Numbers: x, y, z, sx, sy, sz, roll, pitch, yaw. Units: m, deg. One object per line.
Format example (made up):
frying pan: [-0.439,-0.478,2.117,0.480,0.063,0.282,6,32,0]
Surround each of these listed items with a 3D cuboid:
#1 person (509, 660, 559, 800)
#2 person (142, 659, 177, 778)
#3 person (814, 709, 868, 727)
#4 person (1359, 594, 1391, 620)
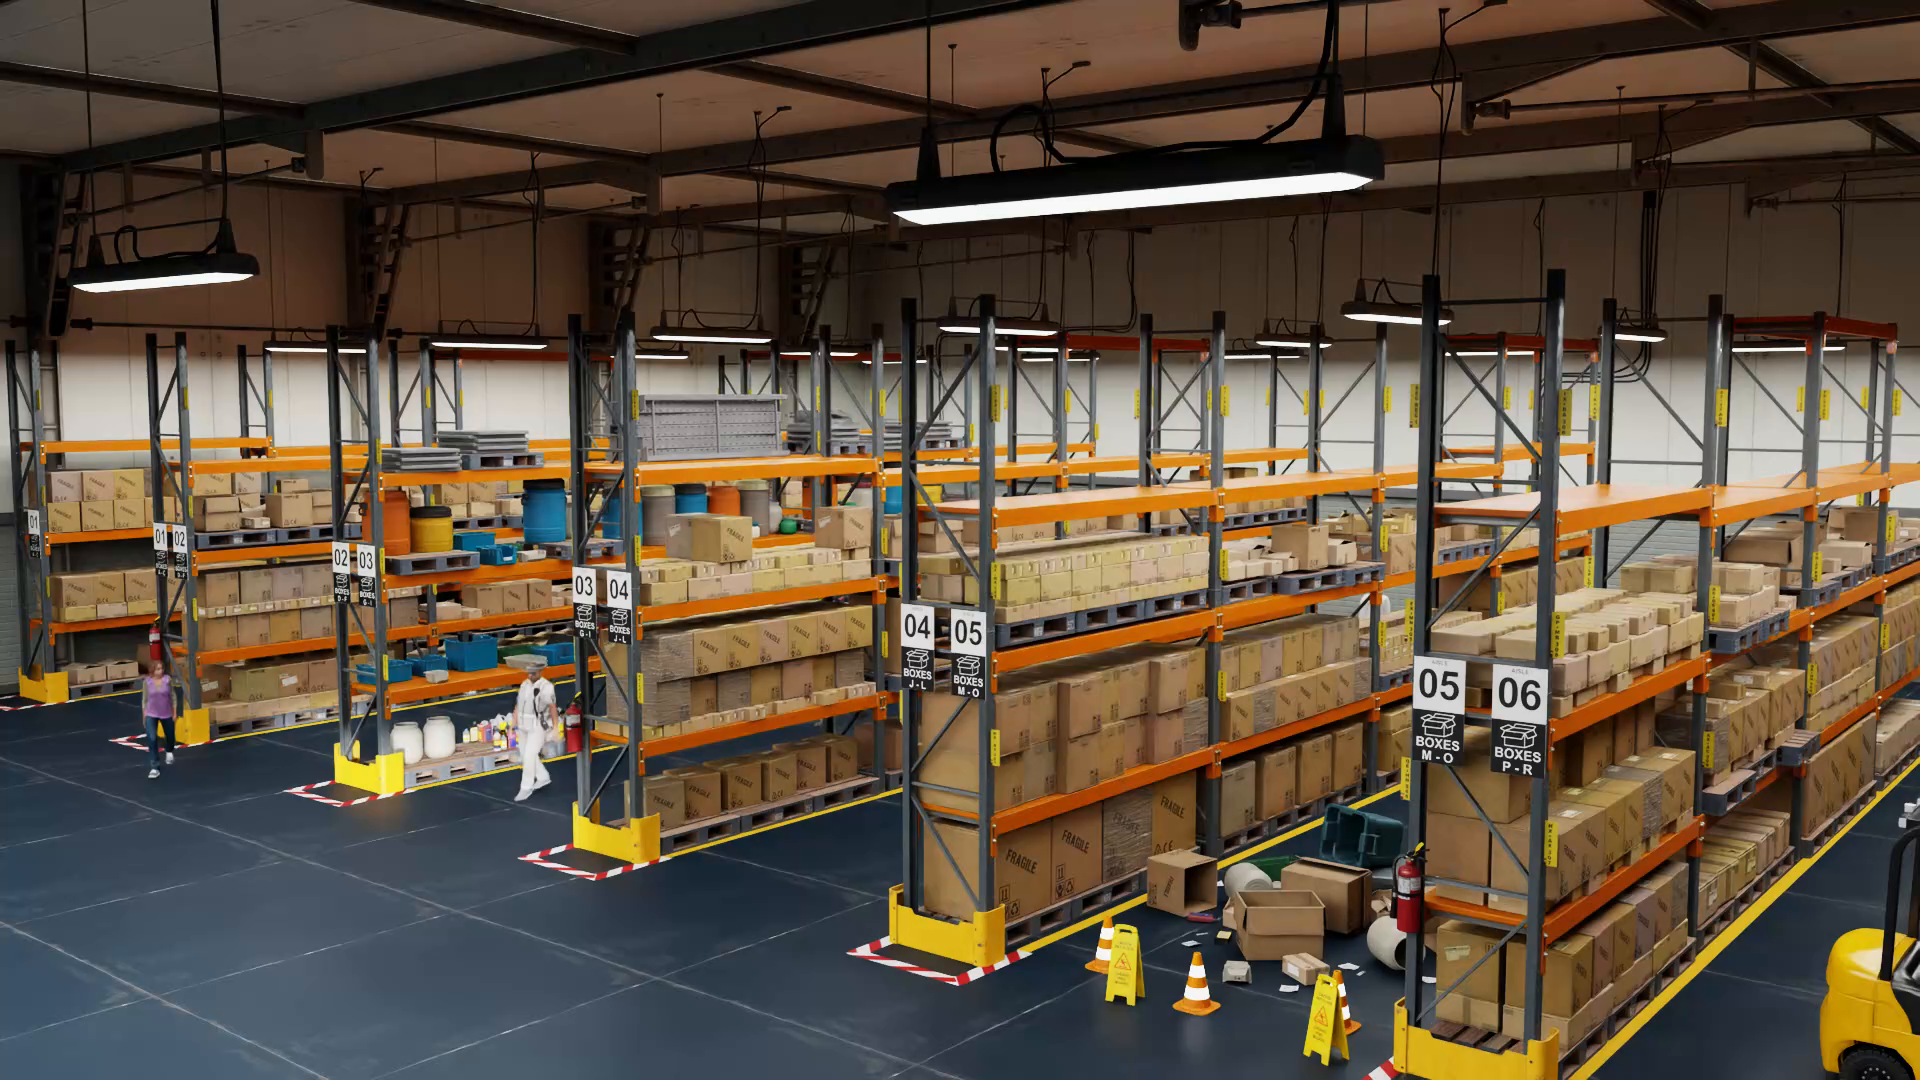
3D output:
person: [-5.456,2.419,21.238,0.609,1.782,0.719,3,6,32]
person: [-10.791,2.359,22.428,0.426,1.557,0.811,-2,6,-25]
person: [-1.694,1.964,24.380,0.533,1.505,1.031,2,6,23]
person: [7.397,1.602,29.733,0.638,1.779,0.499,0,5,-5]
